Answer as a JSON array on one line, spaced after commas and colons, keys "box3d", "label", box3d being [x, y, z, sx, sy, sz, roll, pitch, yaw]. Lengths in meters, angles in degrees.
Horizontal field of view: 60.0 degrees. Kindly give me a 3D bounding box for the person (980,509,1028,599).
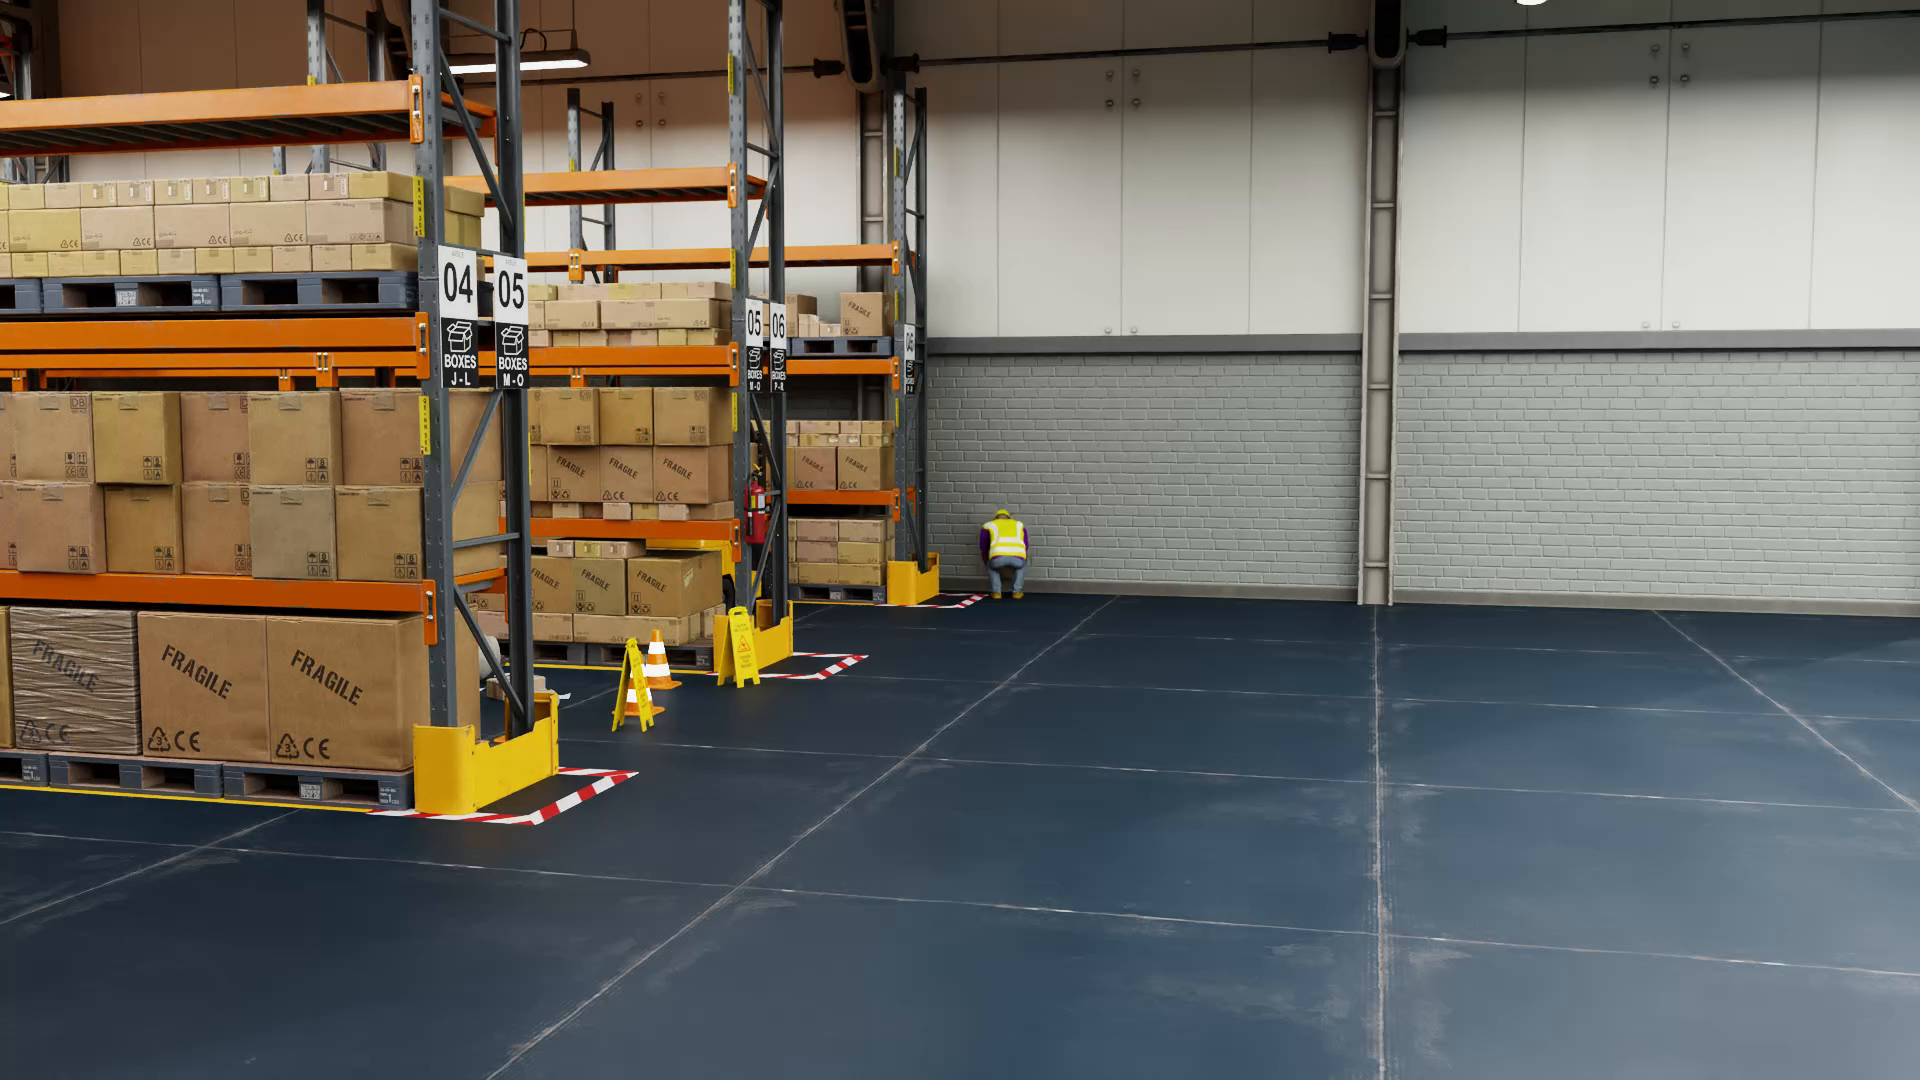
[{"box3d": [0.524, 0.167, 19.855, 0.582, 1.027, 0.888, 0, 5, 2], "label": "person"}]
